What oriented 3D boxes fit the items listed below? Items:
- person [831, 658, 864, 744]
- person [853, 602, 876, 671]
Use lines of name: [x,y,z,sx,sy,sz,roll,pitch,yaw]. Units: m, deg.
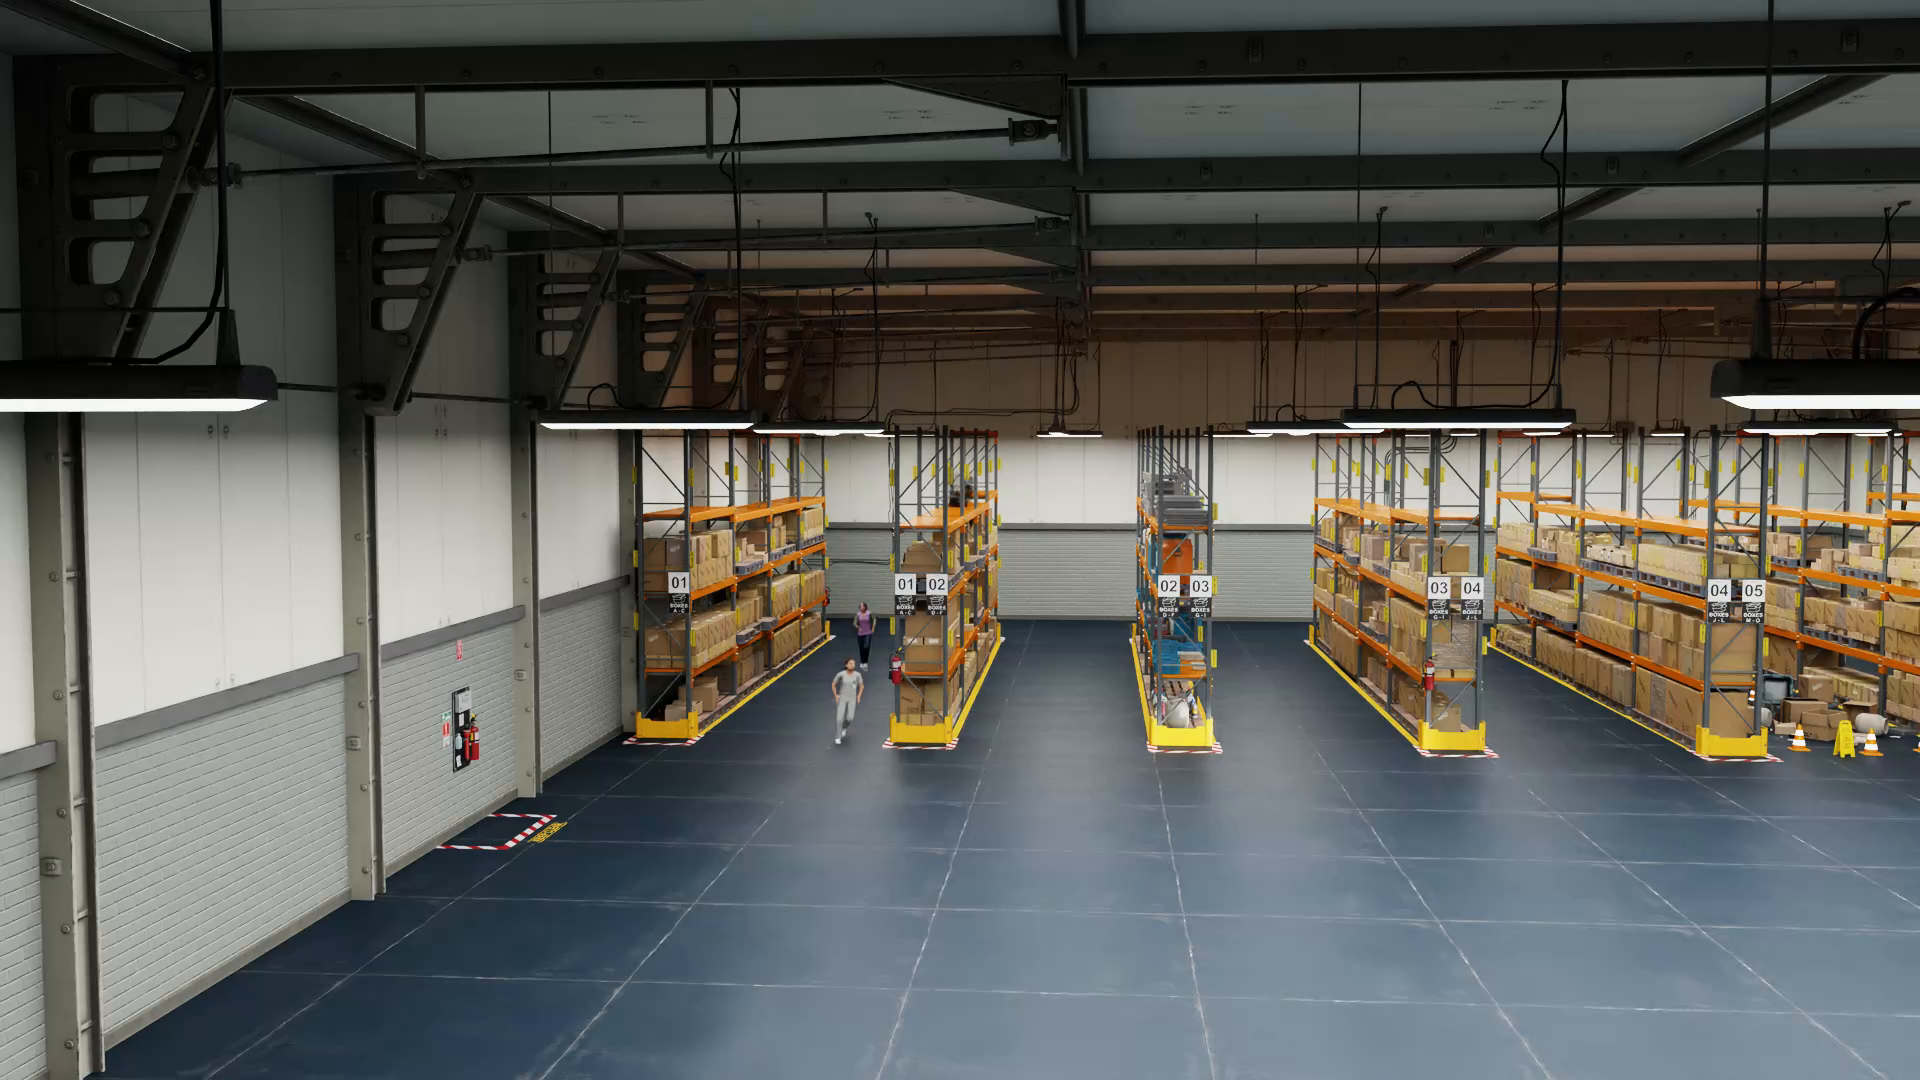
person: [-2.121,3.036,31.473,0.617,1.625,0.533,-1,3,-8]
person: [-2.275,2.286,39.468,0.539,1.635,0.627,0,3,1]
